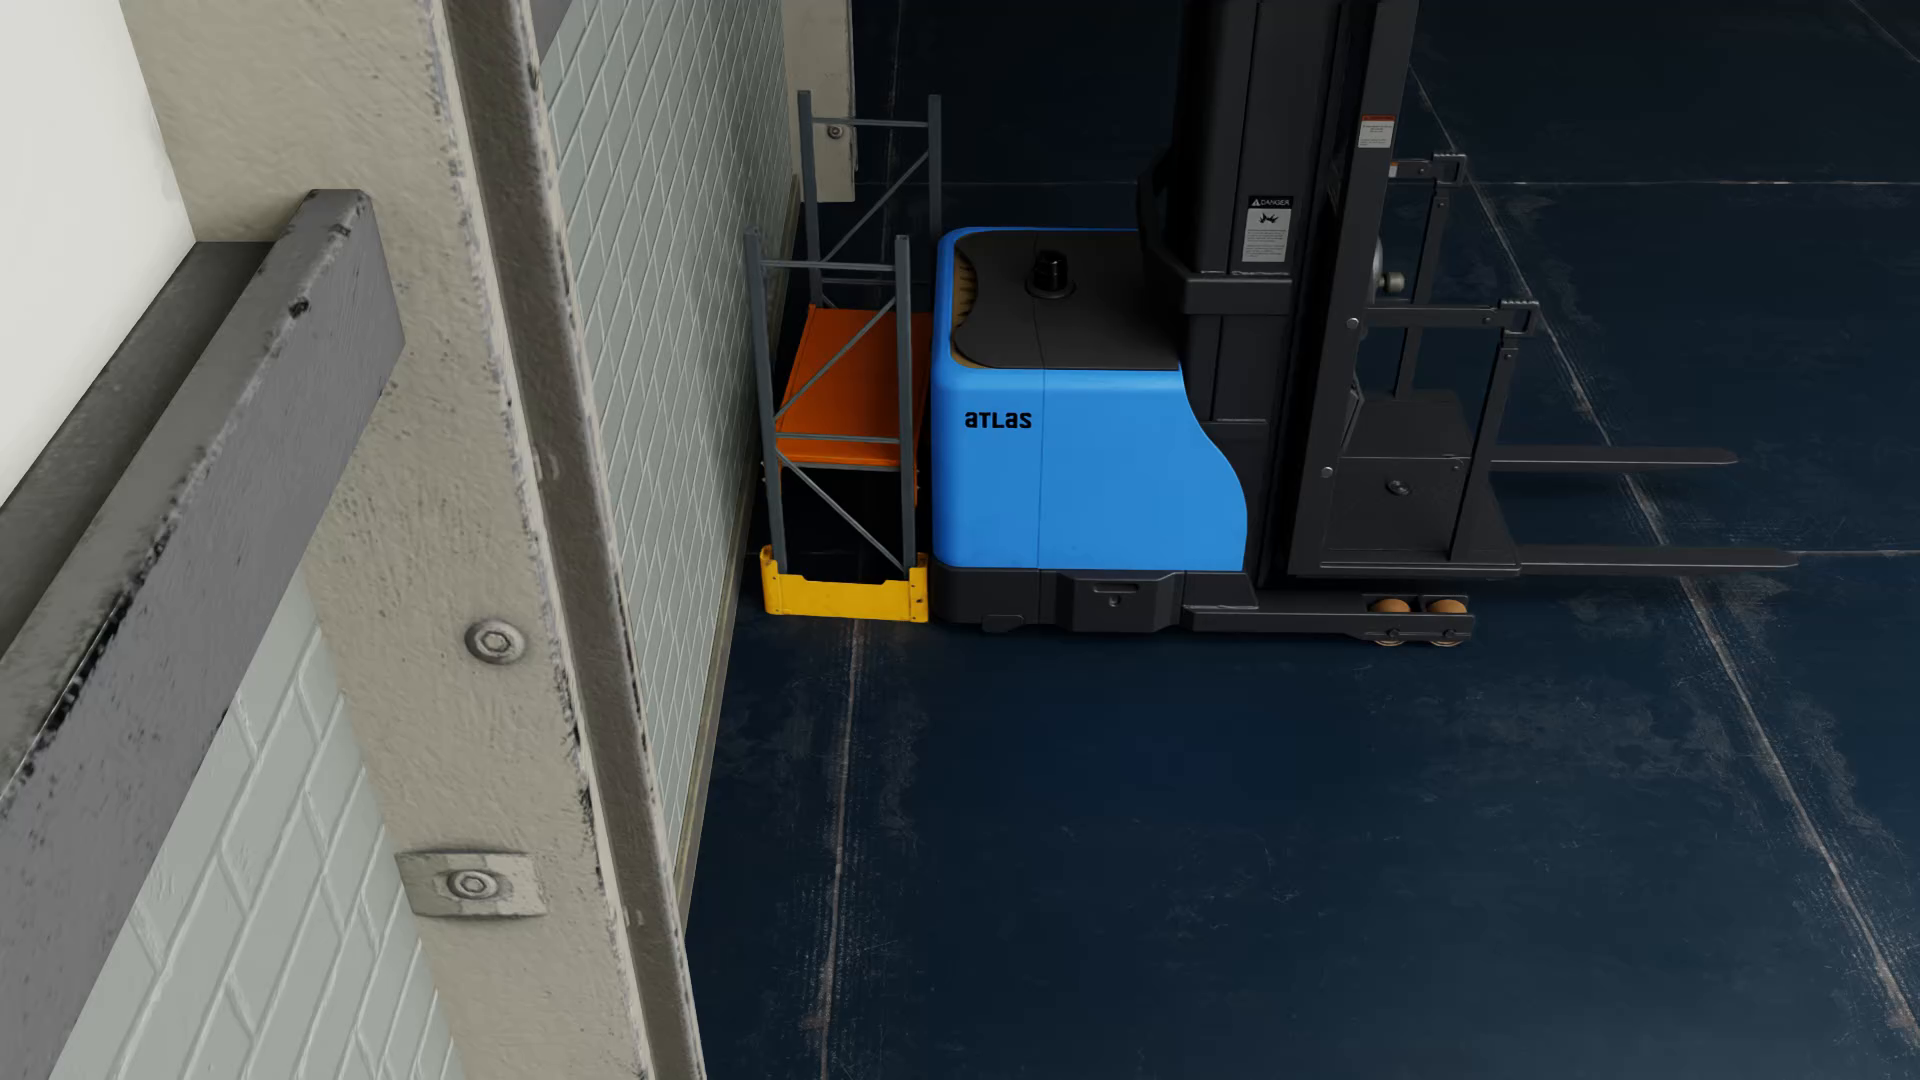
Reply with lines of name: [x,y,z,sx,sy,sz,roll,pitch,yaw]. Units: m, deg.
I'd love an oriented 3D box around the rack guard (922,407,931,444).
rack guard: [-0.319,-0.466,6.632,0.587,0.250,0.087,3,39,4]

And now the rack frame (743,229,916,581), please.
rack frame: [-0.402,-0.333,5.466,0.500,1.500,0.032,3,39,4]

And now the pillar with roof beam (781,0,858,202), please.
pillar with roof beam: [3.619,-5.343,5.722,9.100,9.000,0.400,0,39,0]

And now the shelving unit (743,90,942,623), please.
shelving unit: [-0.360,-0.644,5.854,0.587,1.500,1.083,3,39,4]

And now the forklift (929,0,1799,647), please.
forklift: [1.415,-1.110,5.292,3.031,2.935,1.130,1,39,1]

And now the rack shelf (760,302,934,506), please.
rack shelf: [-0.360,-0.509,5.974,0.538,0.185,1.000,3,39,4]

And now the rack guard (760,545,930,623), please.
rack guard: [-0.402,0.154,5.858,0.587,0.250,0.087,3,39,4]

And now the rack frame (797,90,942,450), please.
rack frame: [-0.317,-0.966,6.256,0.500,1.500,0.032,3,39,4]
